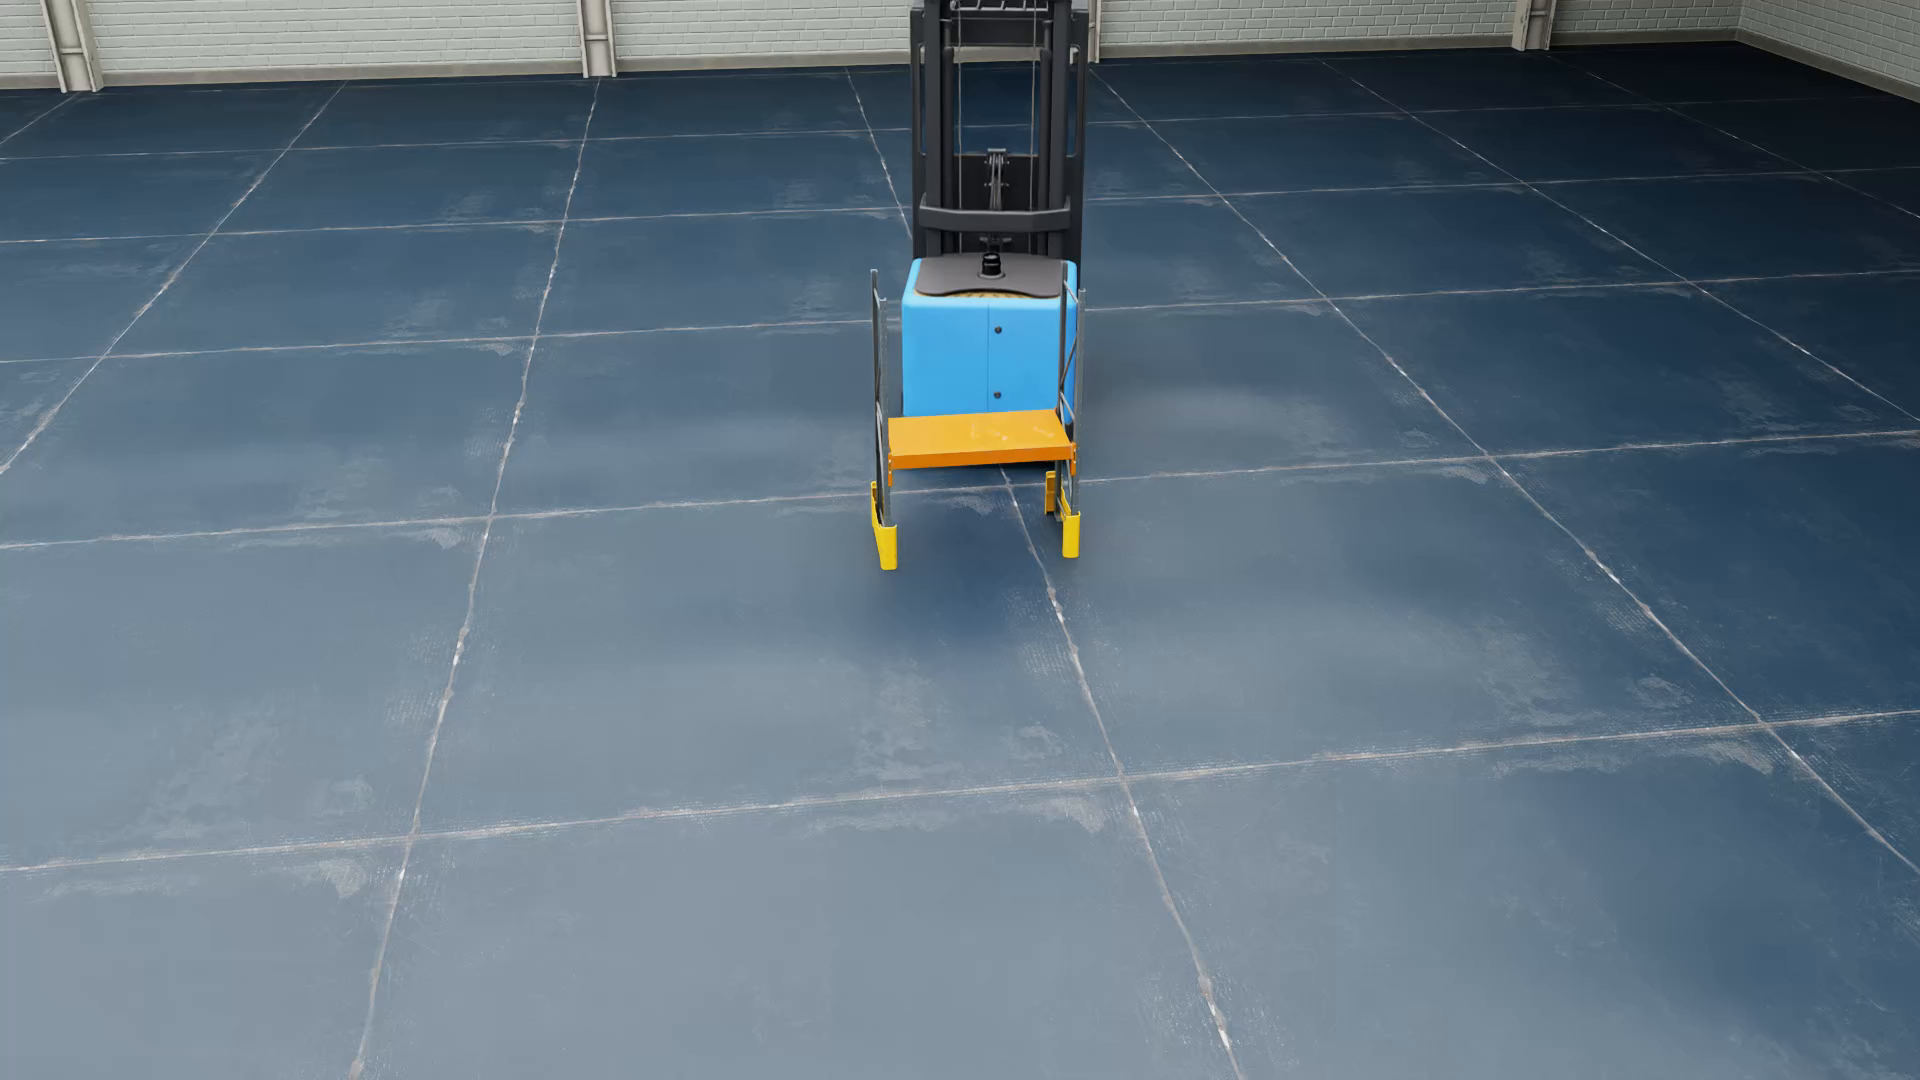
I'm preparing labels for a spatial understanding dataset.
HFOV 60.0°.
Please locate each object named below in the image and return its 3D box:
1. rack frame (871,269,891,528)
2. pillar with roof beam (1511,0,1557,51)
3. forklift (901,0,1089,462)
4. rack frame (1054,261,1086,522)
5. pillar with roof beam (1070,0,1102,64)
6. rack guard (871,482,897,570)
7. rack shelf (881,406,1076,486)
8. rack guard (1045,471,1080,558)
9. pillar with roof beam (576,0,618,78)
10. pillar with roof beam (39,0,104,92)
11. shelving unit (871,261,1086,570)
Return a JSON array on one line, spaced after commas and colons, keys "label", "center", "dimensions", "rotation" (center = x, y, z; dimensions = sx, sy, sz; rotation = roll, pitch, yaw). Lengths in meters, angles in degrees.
[{"label": "rack frame", "center": [-0.419, -0.640, 8.855], "dimensions": [0.032, 1.500, 0.500], "rotation": [-4, 27, -7]}, {"label": "pillar with roof beam", "center": [8.084, -8.521, 16.000], "dimensions": [0.400, 9.000, 9.100], "rotation": [-4, 27, -7]}, {"label": "forklift", "center": [0.255, -2.408, 10.732], "dimensions": [1.130, 2.935, 3.031], "rotation": [2, 27, 3]}, {"label": "rack frame", "center": [0.588, -0.705, 8.981], "dimensions": [0.032, 1.500, 0.500], "rotation": [-4, 27, -7]}, {"label": "pillar with roof beam", "center": [2.142, -8.140, 15.256], "dimensions": [0.400, 9.000, 9.100], "rotation": [-4, 27, -7]}, {"label": "rack guard", "center": [-0.418, -0.084, 9.141], "dimensions": [0.087, 0.250, 0.587], "rotation": [-4, 27, -7]}, {"label": "rack shelf", "center": [0.084, -0.513, 9.000], "dimensions": [1.000, 0.185, 0.538], "rotation": [-4, 27, -7]}, {"label": "rack guard", "center": [0.569, -0.148, 9.264], "dimensions": [0.087, 0.250, 0.587], "rotation": [-4, 27, -7]}, {"label": "pillar with roof beam", "center": [-3.799, -7.758, 14.512], "dimensions": [0.400, 9.000, 9.100], "rotation": [-4, 27, -7]}, {"label": "pillar with roof beam", "center": [-9.741, -7.376, 13.769], "dimensions": [0.400, 9.000, 9.100], "rotation": [-4, 27, -7]}, {"label": "shelving unit", "center": [0.075, -0.672, 8.917], "dimensions": [1.083, 1.500, 0.587], "rotation": [-4, 27, -7]}]
